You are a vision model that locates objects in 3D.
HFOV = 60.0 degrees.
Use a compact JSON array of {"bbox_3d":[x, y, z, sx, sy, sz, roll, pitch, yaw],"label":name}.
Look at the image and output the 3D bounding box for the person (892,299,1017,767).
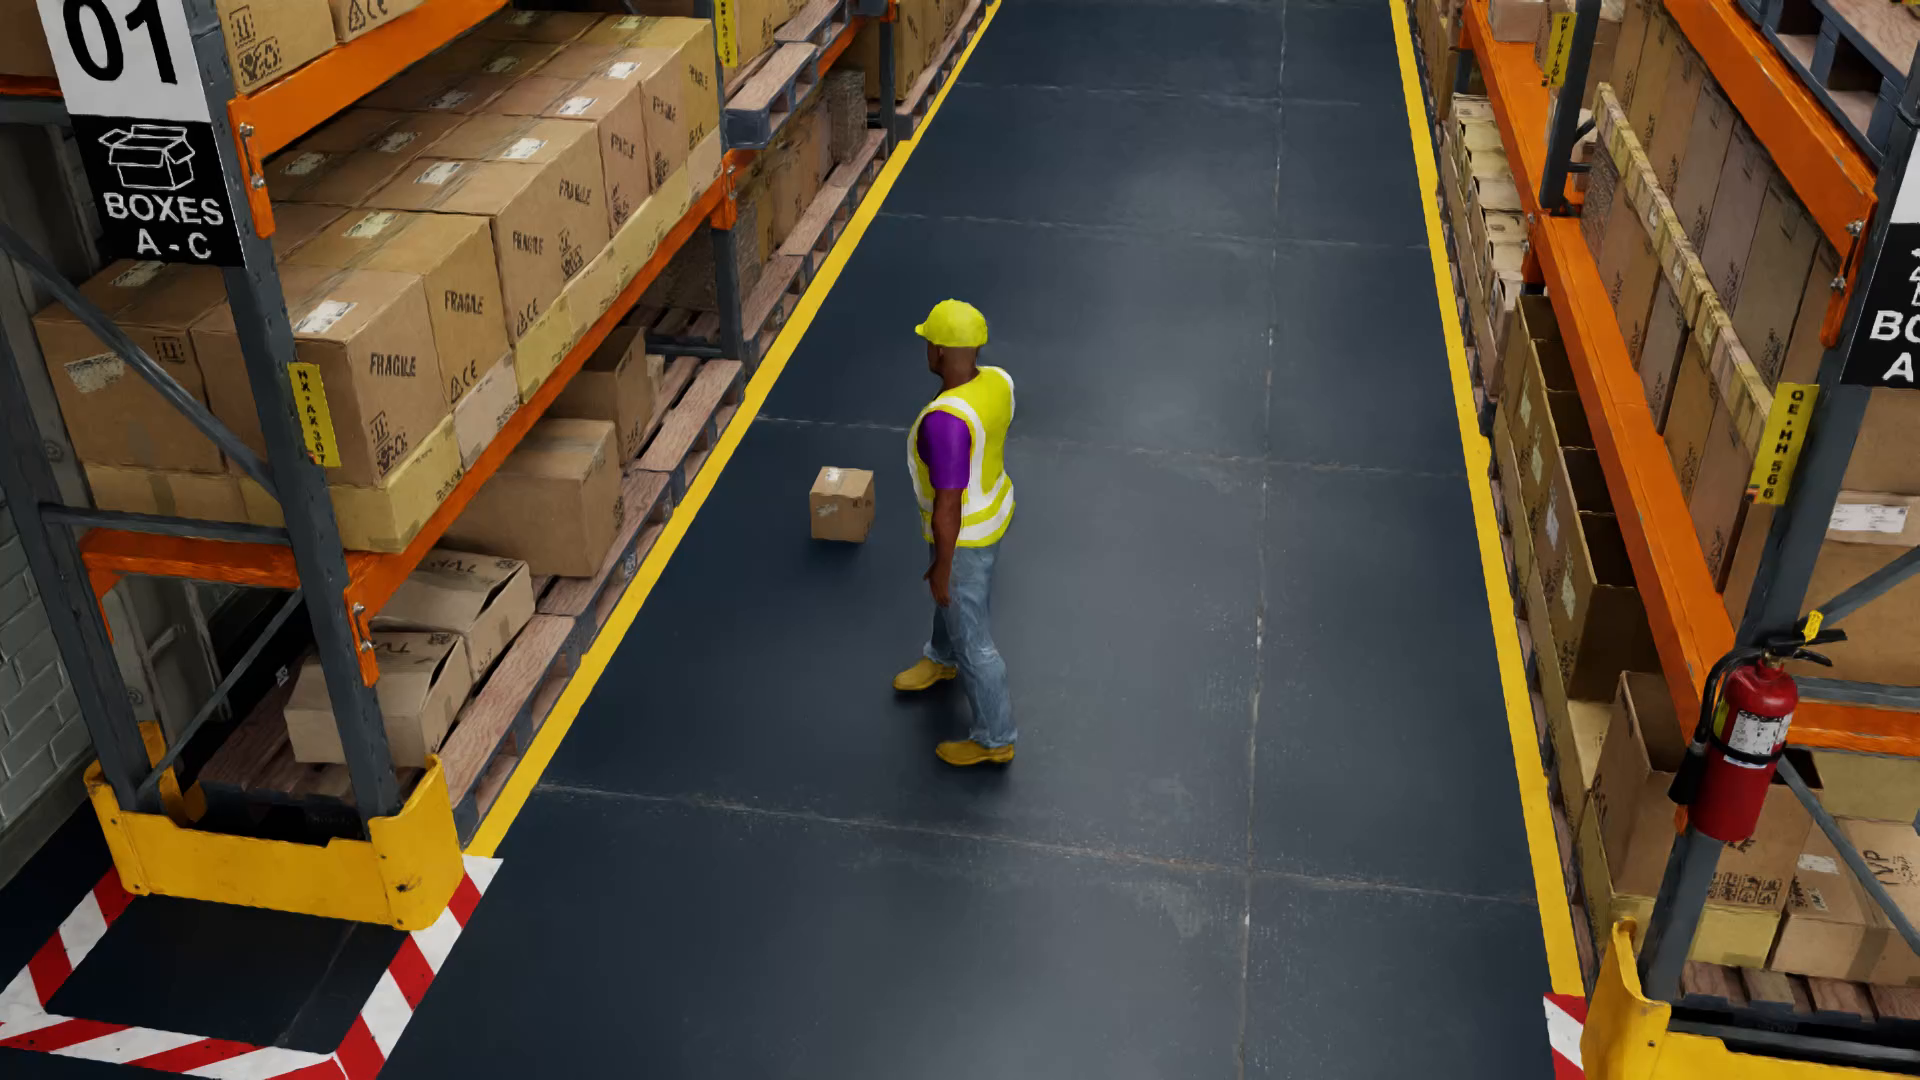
[{"bbox_3d":[-0.005,-0.041,6.187,0.599,1.762,0.634,9,33,14],"label":"person"}]
